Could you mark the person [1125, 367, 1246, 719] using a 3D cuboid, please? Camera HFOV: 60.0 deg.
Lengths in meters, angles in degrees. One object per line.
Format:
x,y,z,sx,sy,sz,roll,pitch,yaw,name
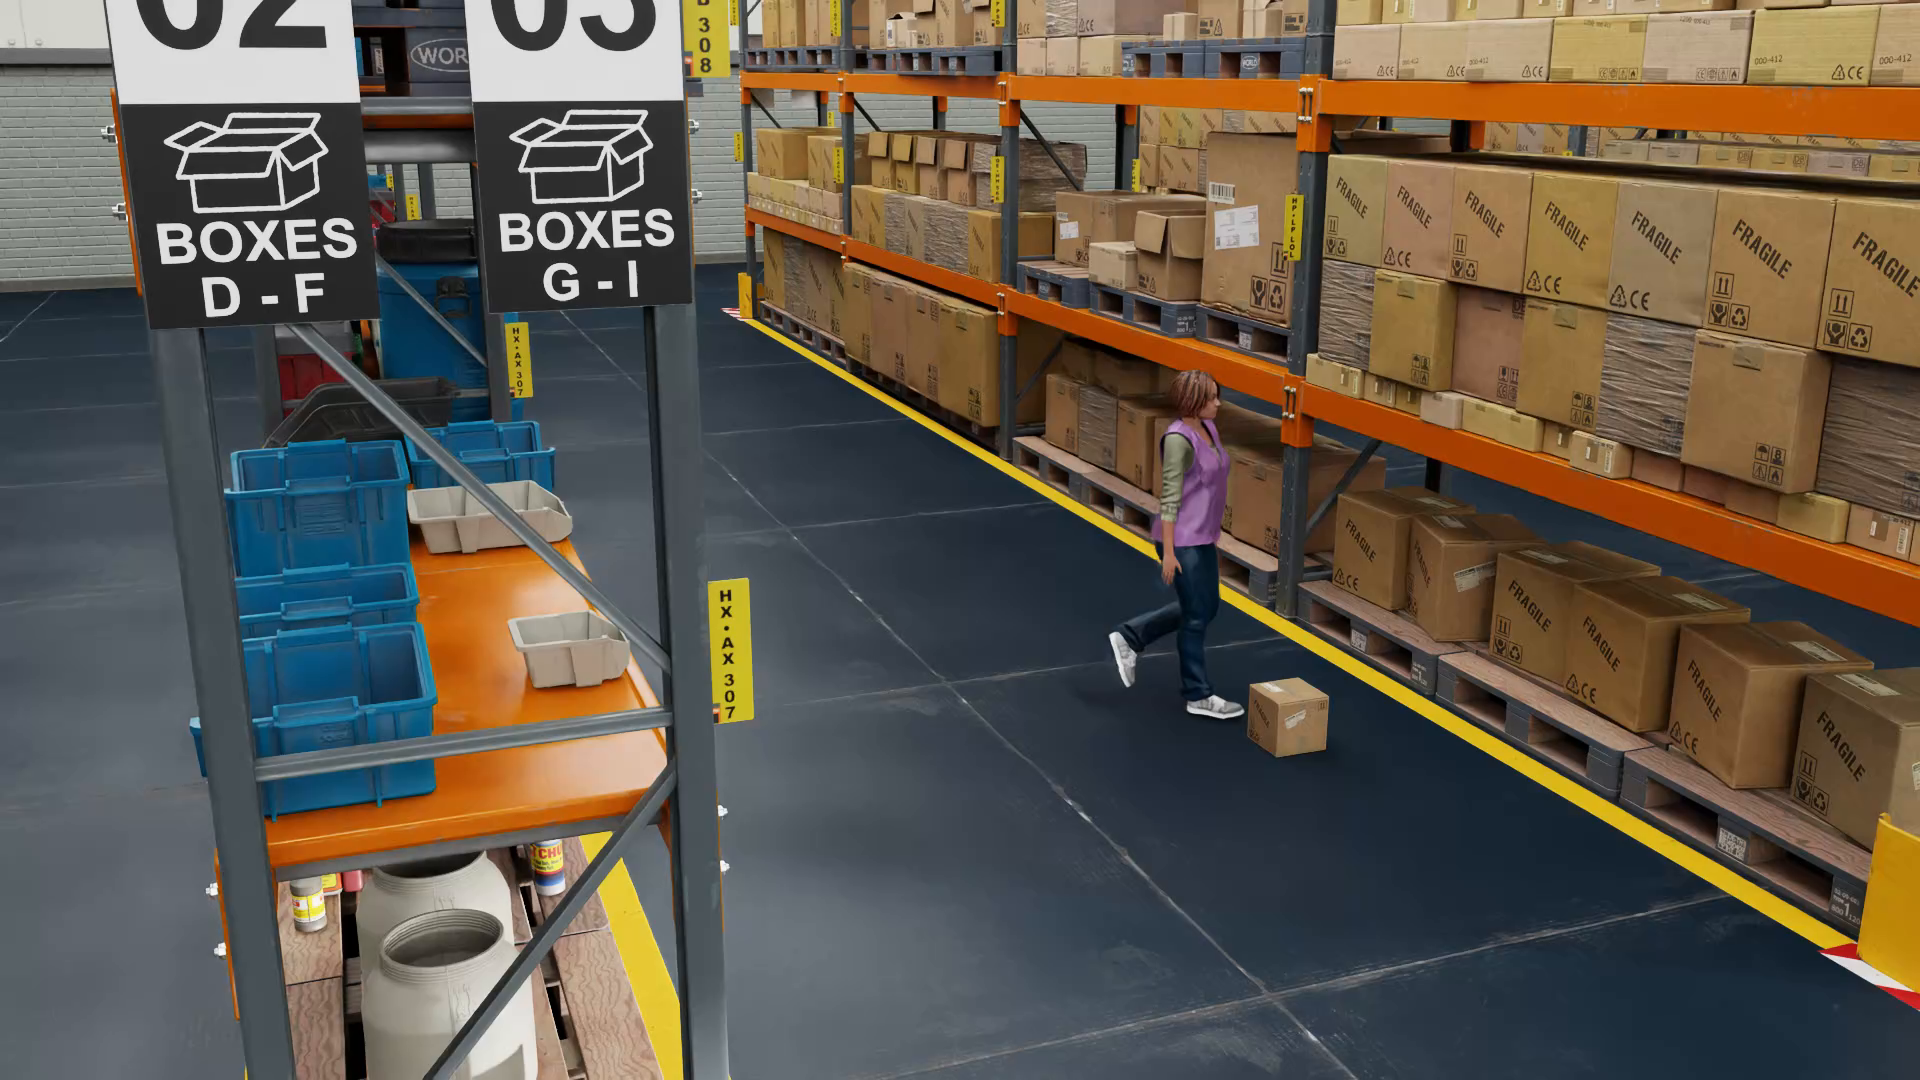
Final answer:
1.036,0.001,7.487,0.625,1.581,0.459,8,18,25,person
